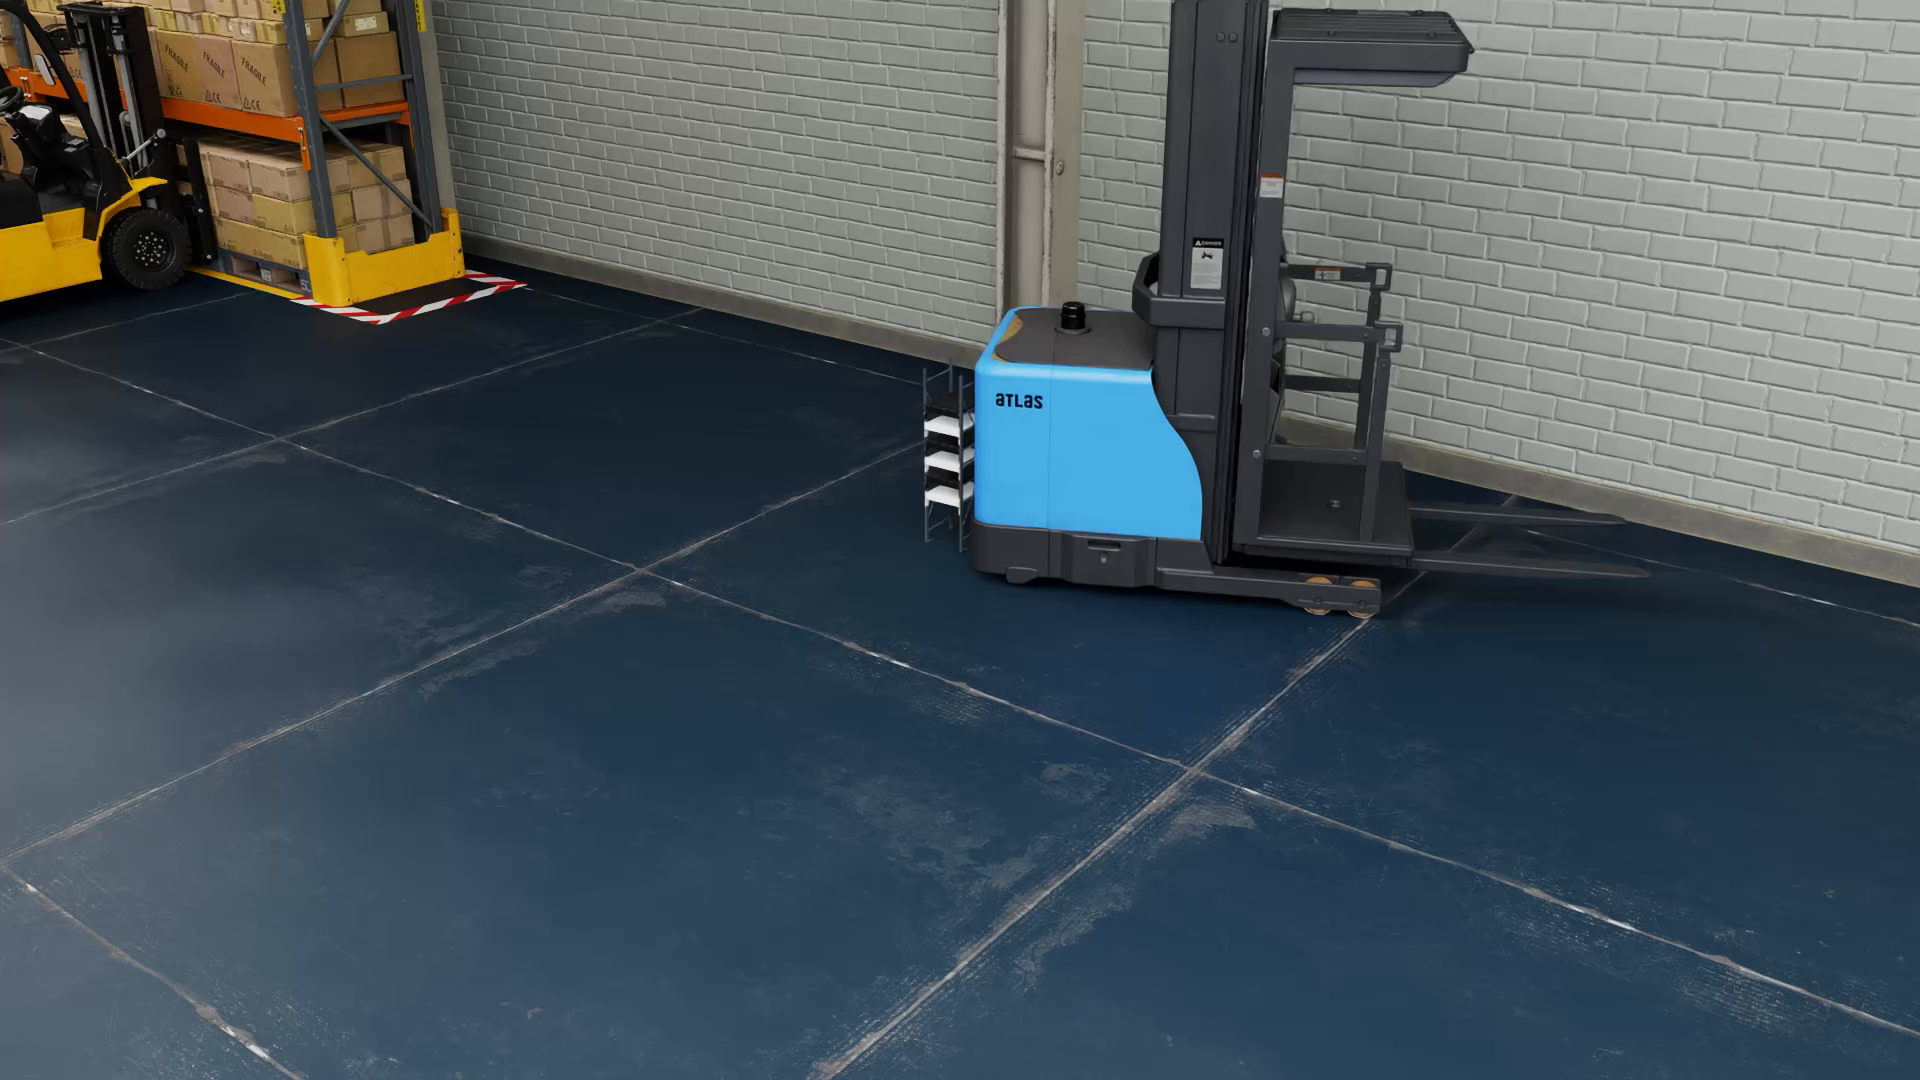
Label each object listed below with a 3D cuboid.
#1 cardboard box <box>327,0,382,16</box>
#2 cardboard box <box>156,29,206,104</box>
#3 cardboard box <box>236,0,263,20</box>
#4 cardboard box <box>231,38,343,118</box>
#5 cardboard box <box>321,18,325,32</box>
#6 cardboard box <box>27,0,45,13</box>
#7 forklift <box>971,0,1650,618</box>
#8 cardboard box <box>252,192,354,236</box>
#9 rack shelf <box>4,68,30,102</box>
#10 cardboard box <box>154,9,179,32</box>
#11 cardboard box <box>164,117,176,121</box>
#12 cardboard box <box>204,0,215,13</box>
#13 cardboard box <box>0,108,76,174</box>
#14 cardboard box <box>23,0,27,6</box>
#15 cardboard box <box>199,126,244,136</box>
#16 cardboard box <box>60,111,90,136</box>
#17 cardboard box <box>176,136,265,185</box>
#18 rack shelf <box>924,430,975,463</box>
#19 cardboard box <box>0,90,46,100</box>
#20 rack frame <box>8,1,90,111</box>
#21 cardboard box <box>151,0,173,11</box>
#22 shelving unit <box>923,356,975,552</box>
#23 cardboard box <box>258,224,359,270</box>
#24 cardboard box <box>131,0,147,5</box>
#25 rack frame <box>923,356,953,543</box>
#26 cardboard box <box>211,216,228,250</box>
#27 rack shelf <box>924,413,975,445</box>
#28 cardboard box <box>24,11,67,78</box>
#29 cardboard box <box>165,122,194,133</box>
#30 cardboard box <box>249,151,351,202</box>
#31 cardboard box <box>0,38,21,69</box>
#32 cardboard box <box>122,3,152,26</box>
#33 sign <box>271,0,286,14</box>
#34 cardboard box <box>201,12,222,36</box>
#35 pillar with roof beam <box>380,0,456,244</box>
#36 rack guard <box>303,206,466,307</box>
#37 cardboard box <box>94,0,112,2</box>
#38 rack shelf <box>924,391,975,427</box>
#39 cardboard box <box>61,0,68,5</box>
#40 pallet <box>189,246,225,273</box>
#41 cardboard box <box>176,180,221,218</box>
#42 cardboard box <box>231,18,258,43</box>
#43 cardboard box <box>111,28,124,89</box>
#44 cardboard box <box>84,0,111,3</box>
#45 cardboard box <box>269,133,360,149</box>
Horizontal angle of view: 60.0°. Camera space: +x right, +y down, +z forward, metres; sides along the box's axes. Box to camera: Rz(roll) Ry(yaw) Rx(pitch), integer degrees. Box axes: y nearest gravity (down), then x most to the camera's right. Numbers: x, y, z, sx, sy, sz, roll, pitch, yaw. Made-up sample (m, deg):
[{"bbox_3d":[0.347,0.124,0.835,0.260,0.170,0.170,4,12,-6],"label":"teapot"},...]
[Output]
[{"bbox_3d":[-4.463,-3.920,12.130,0.250,0.149,0.380,16,28,32],"label":"cardboard box"},{"bbox_3d":[-5.693,-3.624,12.630,0.500,0.500,0.500,16,29,32],"label":"cardboard box"},{"bbox_3d":[-4.951,-3.838,11.944,0.250,0.149,0.380,17,29,33],"label":"cardboard box"},{"bbox_3d":[-4.873,-3.372,12.058,0.500,0.500,0.500,16,28,32],"label":"cardboard box"},{"bbox_3d":[-4.674,-3.839,12.314,0.250,0.149,0.380,17,29,33],"label":"cardboard box"},{"bbox_3d":[-7.426,-4.439,13.677,0.250,0.149,0.380,16,29,32],"label":"cardboard box"},{"bbox_3d":[1.621,-1.223,7.391,3.031,2.935,1.130,4,24,10],"label":"forklift"},{"bbox_3d":[-4.899,-2.471,12.407,0.500,0.250,0.500,16,29,33],"label":"cardboard box"},{"bbox_3d":[-9.123,-4.413,15.438,4.000,0.370,1.077,17,29,33],"label":"rack shelf"},{"bbox_3d":[-5.809,-3.930,12.521,0.250,0.149,0.380,17,29,34],"label":"cardboard box"},{"bbox_3d":[-6.599,-3.476,14.068,0.500,0.250,0.500,16,29,33],"label":"cardboard box"},{"bbox_3d":[-5.331,-3.977,12.259,0.250,0.149,0.380,17,29,34],"label":"cardboard box"},{"bbox_3d":[-7.947,-3.487,14.868,0.625,0.625,0.875,18,30,36],"label":"cardboard box"},{"bbox_3d":[-7.929,-4.612,14.069,0.250,0.149,0.380,18,29,35],"label":"cardboard box"},{"bbox_3d":[-5.795,-3.230,13.511,0.500,0.250,0.500,16,28,32],"label":"cardboard box"},{"bbox_3d":[-7.324,-3.432,13.968,0.500,0.250,0.500,16,29,33],"label":"cardboard box"},{"bbox_3d":[-5.700,-2.934,12.838,0.500,0.250,0.500,17,29,34],"label":"cardboard box"},{"bbox_3d":[-0.019,-0.467,8.052,0.200,0.077,0.258,15,28,30],"label":"rack shelf"},{"bbox_3d":[-9.166,-3.858,15.710,0.625,0.625,0.875,15,28,31],"label":"cardboard box"},{"bbox_3d":[-7.523,-4.259,14.196,0.127,3.000,1.000,17,29,33],"label":"rack frame"},{"bbox_3d":[-5.817,-4.065,12.459,0.250,0.149,0.380,17,29,34],"label":"cardboard box"},{"bbox_3d":[-0.019,-0.415,8.075,0.210,0.900,0.258,15,28,30],"label":"shelving unit"},{"bbox_3d":[-4.888,-2.237,12.496,0.500,0.250,0.500,17,29,34],"label":"cardboard box"},{"bbox_3d":[-6.157,-4.224,12.820,0.250,0.149,0.380,17,29,33],"label":"cardboard box"},{"bbox_3d":[-0.104,-0.438,8.126,0.006,0.900,0.240,15,28,30],"label":"rack frame"},{"bbox_3d":[-5.675,-2.484,13.058,0.500,0.250,0.500,17,29,34],"label":"cardboard box"},{"bbox_3d":[-0.019,-0.549,8.016,0.200,0.077,0.258,15,28,30],"label":"rack shelf"},{"bbox_3d":[-7.324,-4.113,13.741,0.500,0.500,0.500,16,28,32],"label":"cardboard box"},{"bbox_3d":[-6.516,-3.189,13.416,0.500,0.250,0.500,18,29,35],"label":"cardboard box"},{"bbox_3d":[-4.878,-2.694,12.293,0.500,0.250,0.500,18,29,35],"label":"cardboard box"},{"bbox_3d":[-8.083,-4.228,14.311,0.500,0.250,0.500,18,29,34],"label":"cardboard box"},{"bbox_3d":[-6.200,-4.059,12.814,0.250,0.149,0.380,16,28,32],"label":"cardboard box"},{"bbox_3d":[-4.659,-3.758,11.329,0.005,0.325,0.100,17,29,33],"label":"sign"},{"bbox_3d":[-5.352,-3.826,12.284,0.250,0.149,0.380,17,29,33],"label":"cardboard box"},{"bbox_3d":[-6.921,-5.107,8.680,0.400,9.000,9.100,17,29,33],"label":"pillar with roof beam"},{"bbox_3d":[-4.303,-2.142,12.491,0.348,0.500,1.175,17,29,33],"label":"rack guard"},{"bbox_3d":[-6.605,-4.322,13.042,0.250,0.149,0.380,16,29,32],"label":"cardboard box"},{"bbox_3d":[-0.019,-0.632,7.980,0.200,0.077,0.258,15,28,30],"label":"rack shelf"},{"bbox_3d":[-6.992,-4.323,13.413,0.250,0.149,0.380,17,29,33],"label":"cardboard box"},{"bbox_3d":[-5.931,-2.482,13.621,1.213,0.211,1.003,17,29,33],"label":"pallet"},{"bbox_3d":[-5.720,-2.714,12.959,0.500,0.250,0.500,16,28,32],"label":"cardboard box"},{"bbox_3d":[-4.990,-3.680,11.953,0.250,0.149,0.380,17,29,34],"label":"cardboard box"},{"bbox_3d":[-6.492,-3.870,13.190,0.500,0.500,0.500,16,29,33],"label":"cardboard box"},{"bbox_3d":[-6.630,-4.176,13.079,0.250,0.149,0.380,16,29,33],"label":"cardboard box"},{"bbox_3d":[-4.995,-2.980,12.942,0.500,0.250,0.500,17,29,33],"label":"cardboard box"}]
